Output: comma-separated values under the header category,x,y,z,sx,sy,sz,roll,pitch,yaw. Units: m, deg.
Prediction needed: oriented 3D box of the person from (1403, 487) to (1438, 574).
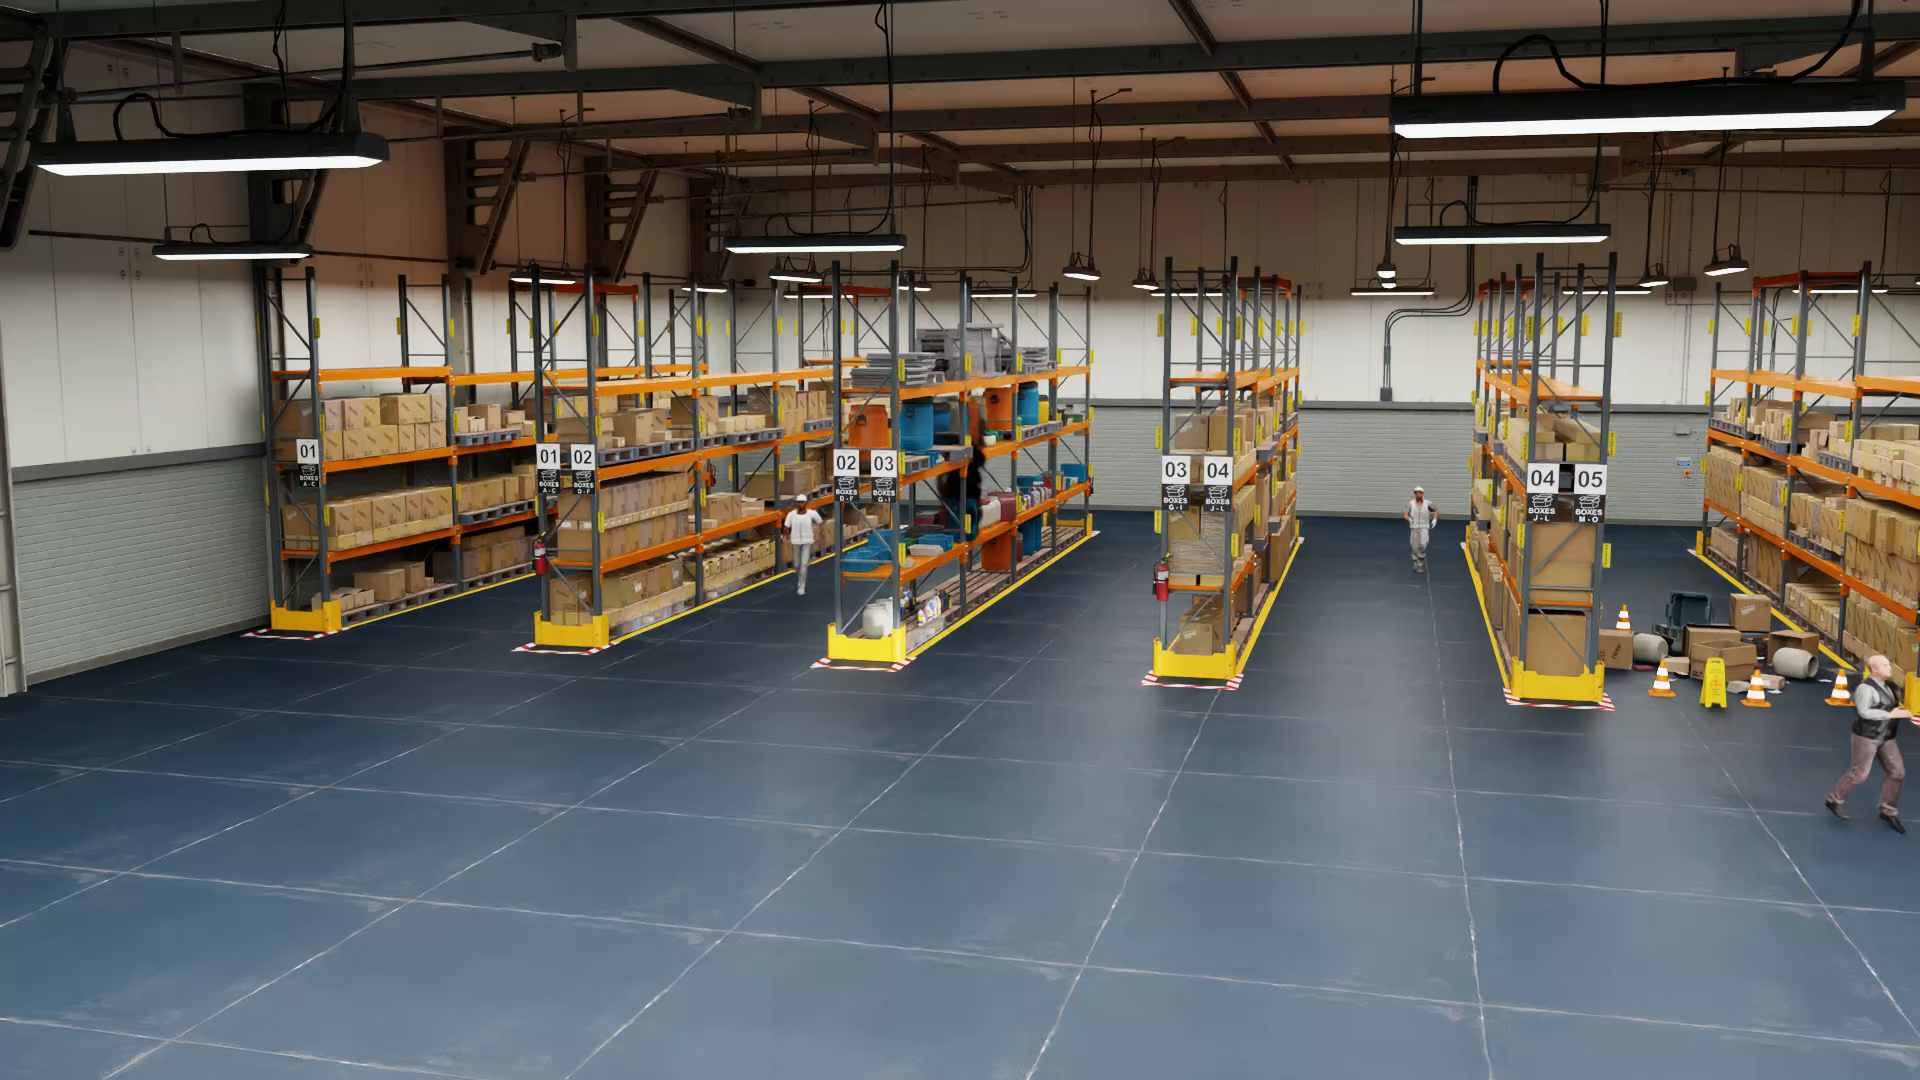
category,x,y,z,sx,sy,sz,roll,pitch,yaw
person,9.456,-0.203,34.206,0.668,1.785,0.724,3,8,21

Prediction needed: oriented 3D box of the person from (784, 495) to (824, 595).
category,x,y,z,sx,sy,sz,roll,pitch,yaw
person,-2.831,0.065,29.969,0.712,1.761,0.793,1,7,5

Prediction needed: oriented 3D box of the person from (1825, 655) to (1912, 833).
category,x,y,z,sx,sy,sz,roll,pitch,yaw
person,9.173,2.033,16.742,0.671,1.789,0.786,-4,8,-30
